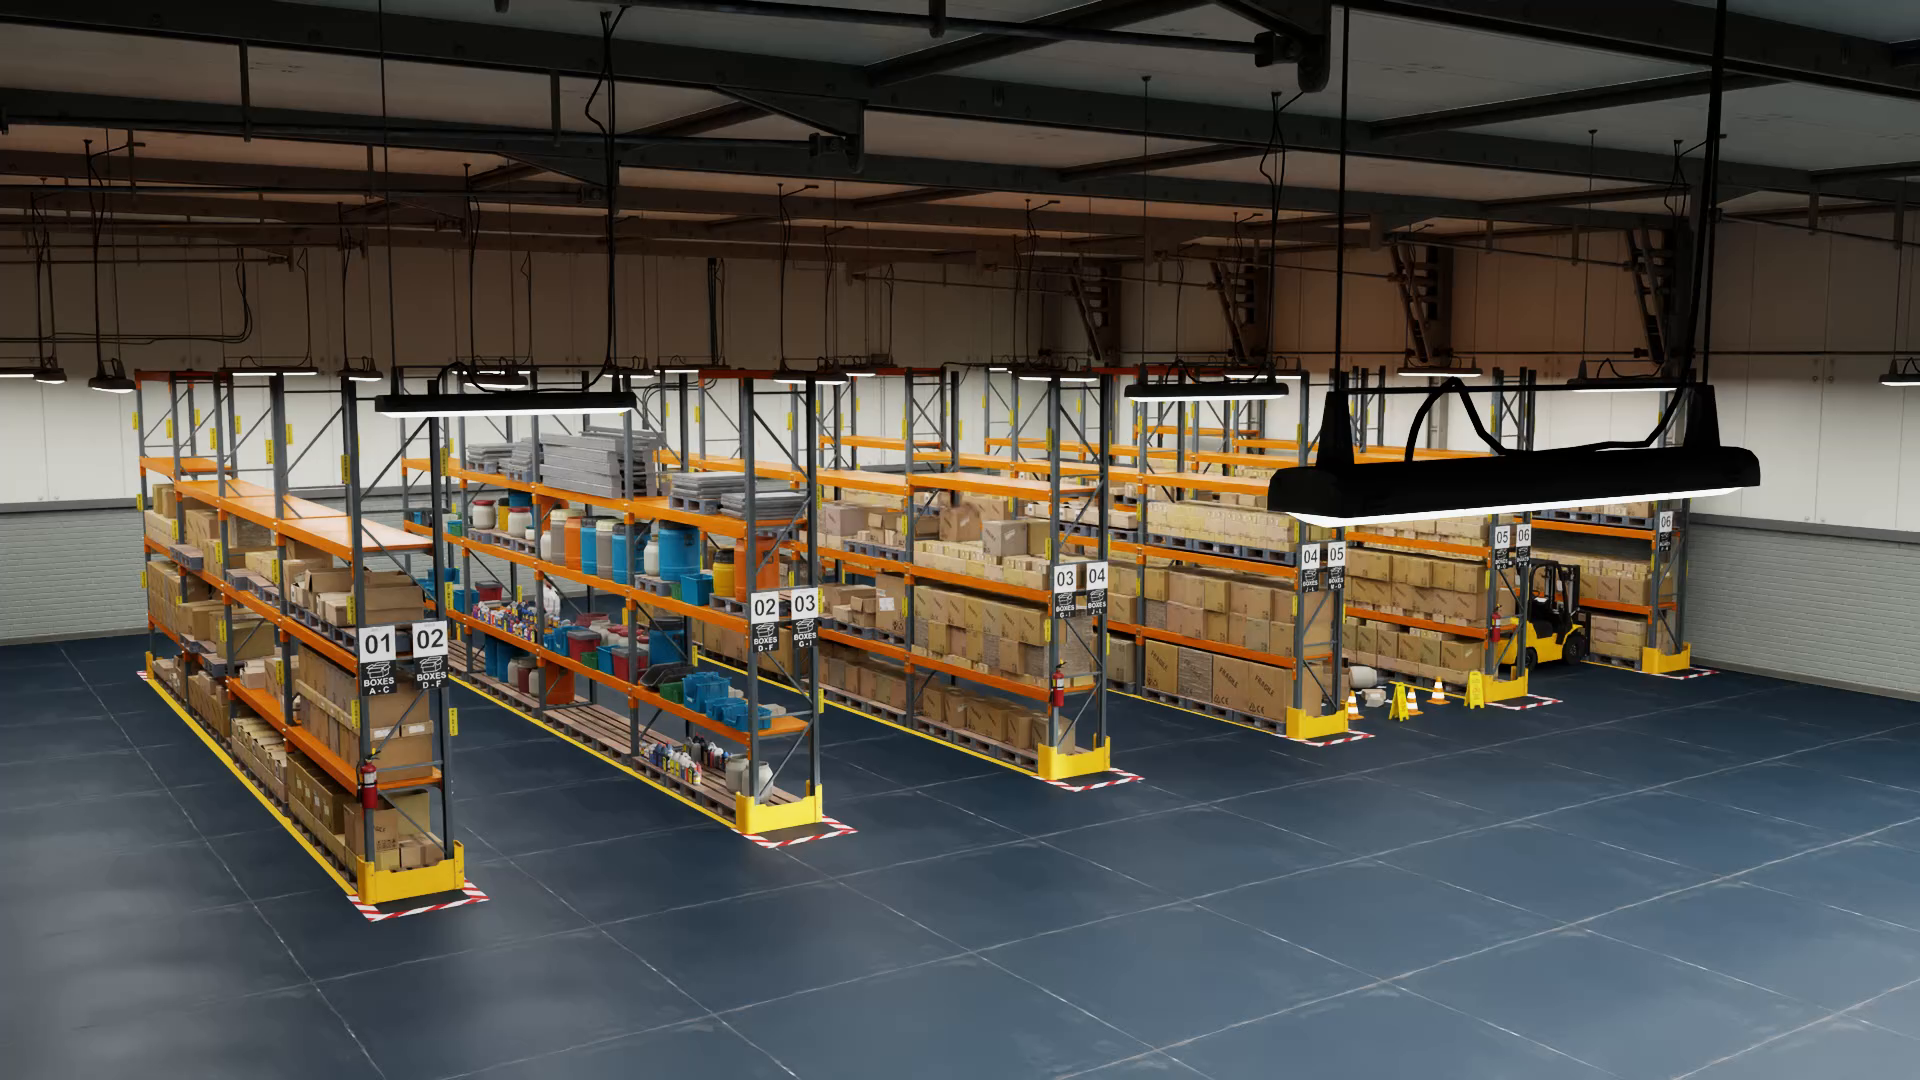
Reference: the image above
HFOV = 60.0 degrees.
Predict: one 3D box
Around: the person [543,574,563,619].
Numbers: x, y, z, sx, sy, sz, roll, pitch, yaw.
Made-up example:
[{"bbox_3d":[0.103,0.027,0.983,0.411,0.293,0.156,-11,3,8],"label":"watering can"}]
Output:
[{"bbox_3d":[-8.543,1.559,34.654,0.572,1.712,1.099,-5,8,-37],"label":"person"}]
